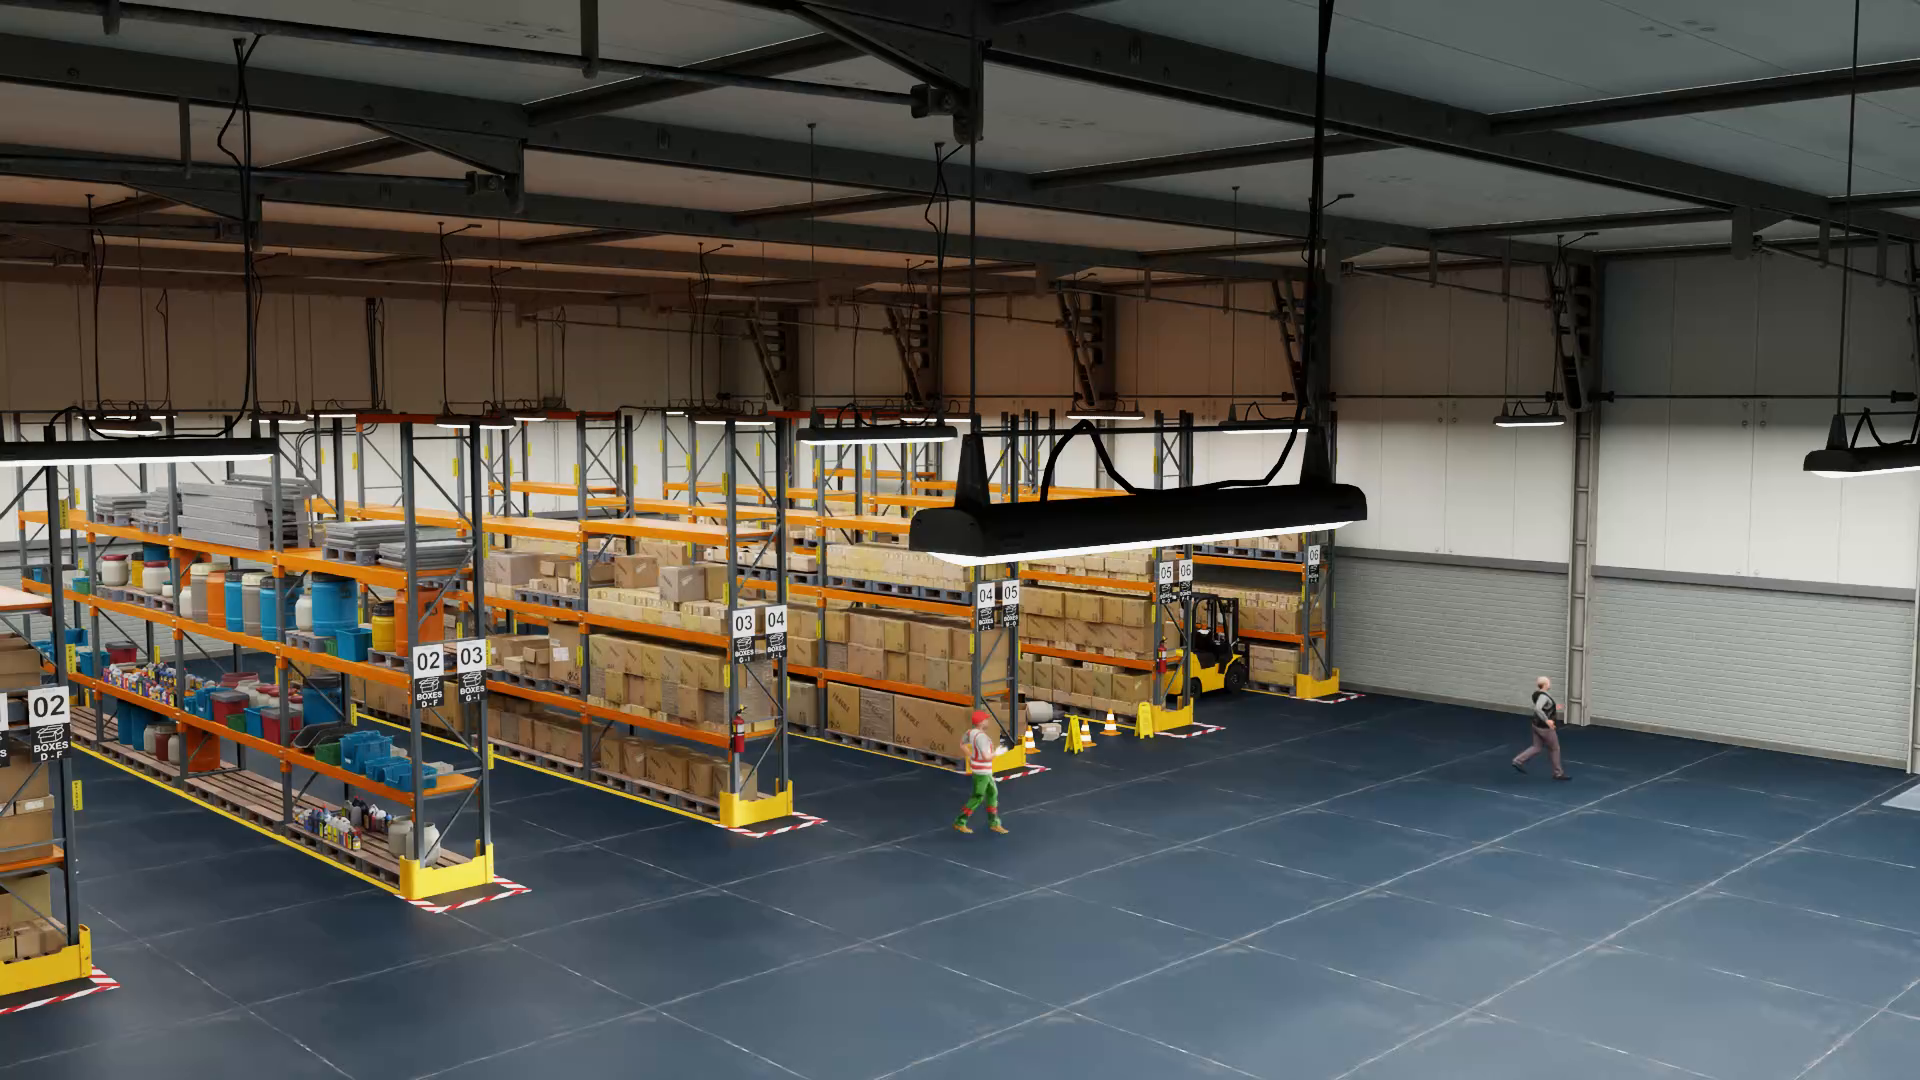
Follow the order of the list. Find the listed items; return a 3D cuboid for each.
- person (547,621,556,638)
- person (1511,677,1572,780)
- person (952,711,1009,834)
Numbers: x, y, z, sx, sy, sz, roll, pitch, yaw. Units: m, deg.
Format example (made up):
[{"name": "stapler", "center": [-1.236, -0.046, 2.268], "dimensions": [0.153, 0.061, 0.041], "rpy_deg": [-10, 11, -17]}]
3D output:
[{"name": "person", "center": [-8.384, 2.496, 34.739], "dimensions": [0.556, 1.626, 0.520], "rpy_deg": [-4, 6, -40]}, {"name": "person", "center": [9.576, 3.083, 27.291], "dimensions": [0.969, 1.698, 0.659], "rpy_deg": [0, 5, -1]}, {"name": "person", "center": [0.301, 3.347, 23.808], "dimensions": [0.843, 1.821, 0.636], "rpy_deg": [-1, 5, -7]}]
